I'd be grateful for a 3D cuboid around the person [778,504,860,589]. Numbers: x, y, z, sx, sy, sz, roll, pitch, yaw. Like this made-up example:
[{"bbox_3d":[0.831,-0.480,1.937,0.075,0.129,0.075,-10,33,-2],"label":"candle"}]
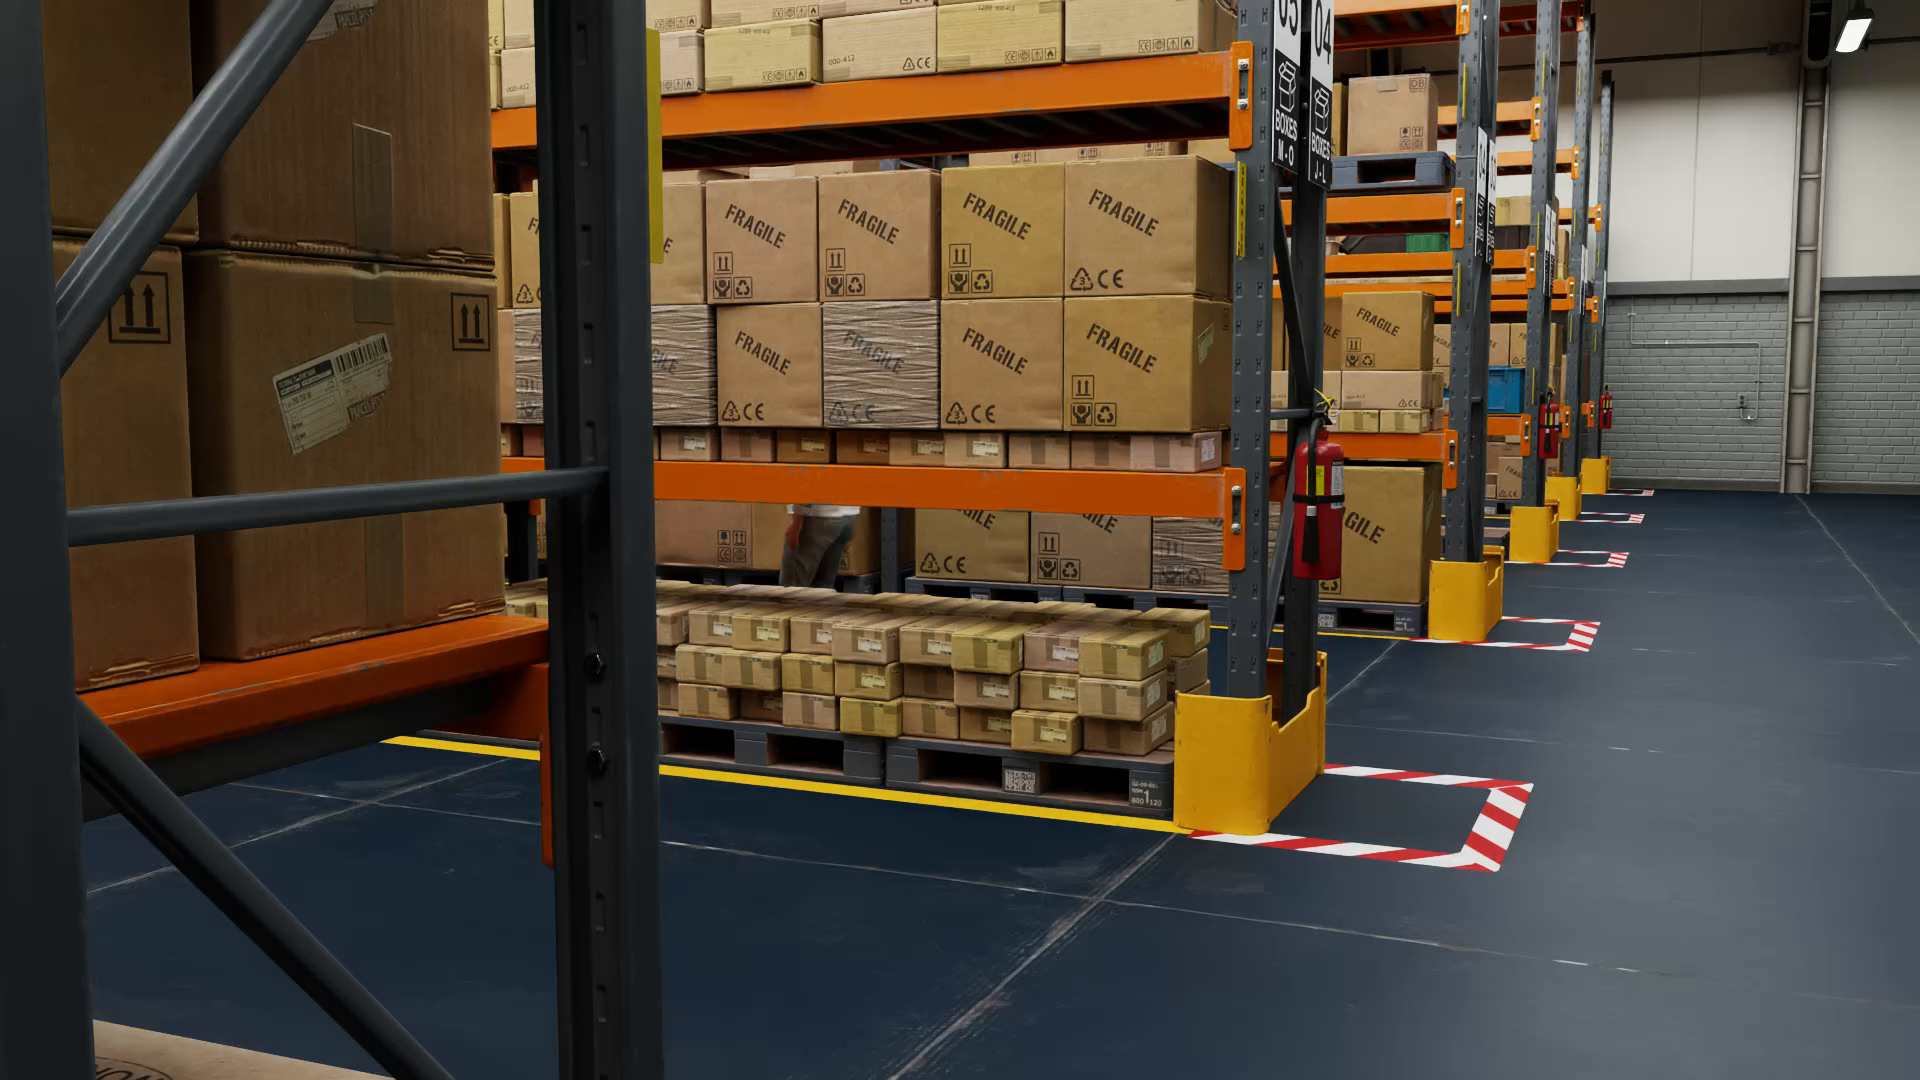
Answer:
[{"bbox_3d":[-0.761,-0.118,9.031,0.633,1.772,0.559,2,6,24],"label":"person"}]
